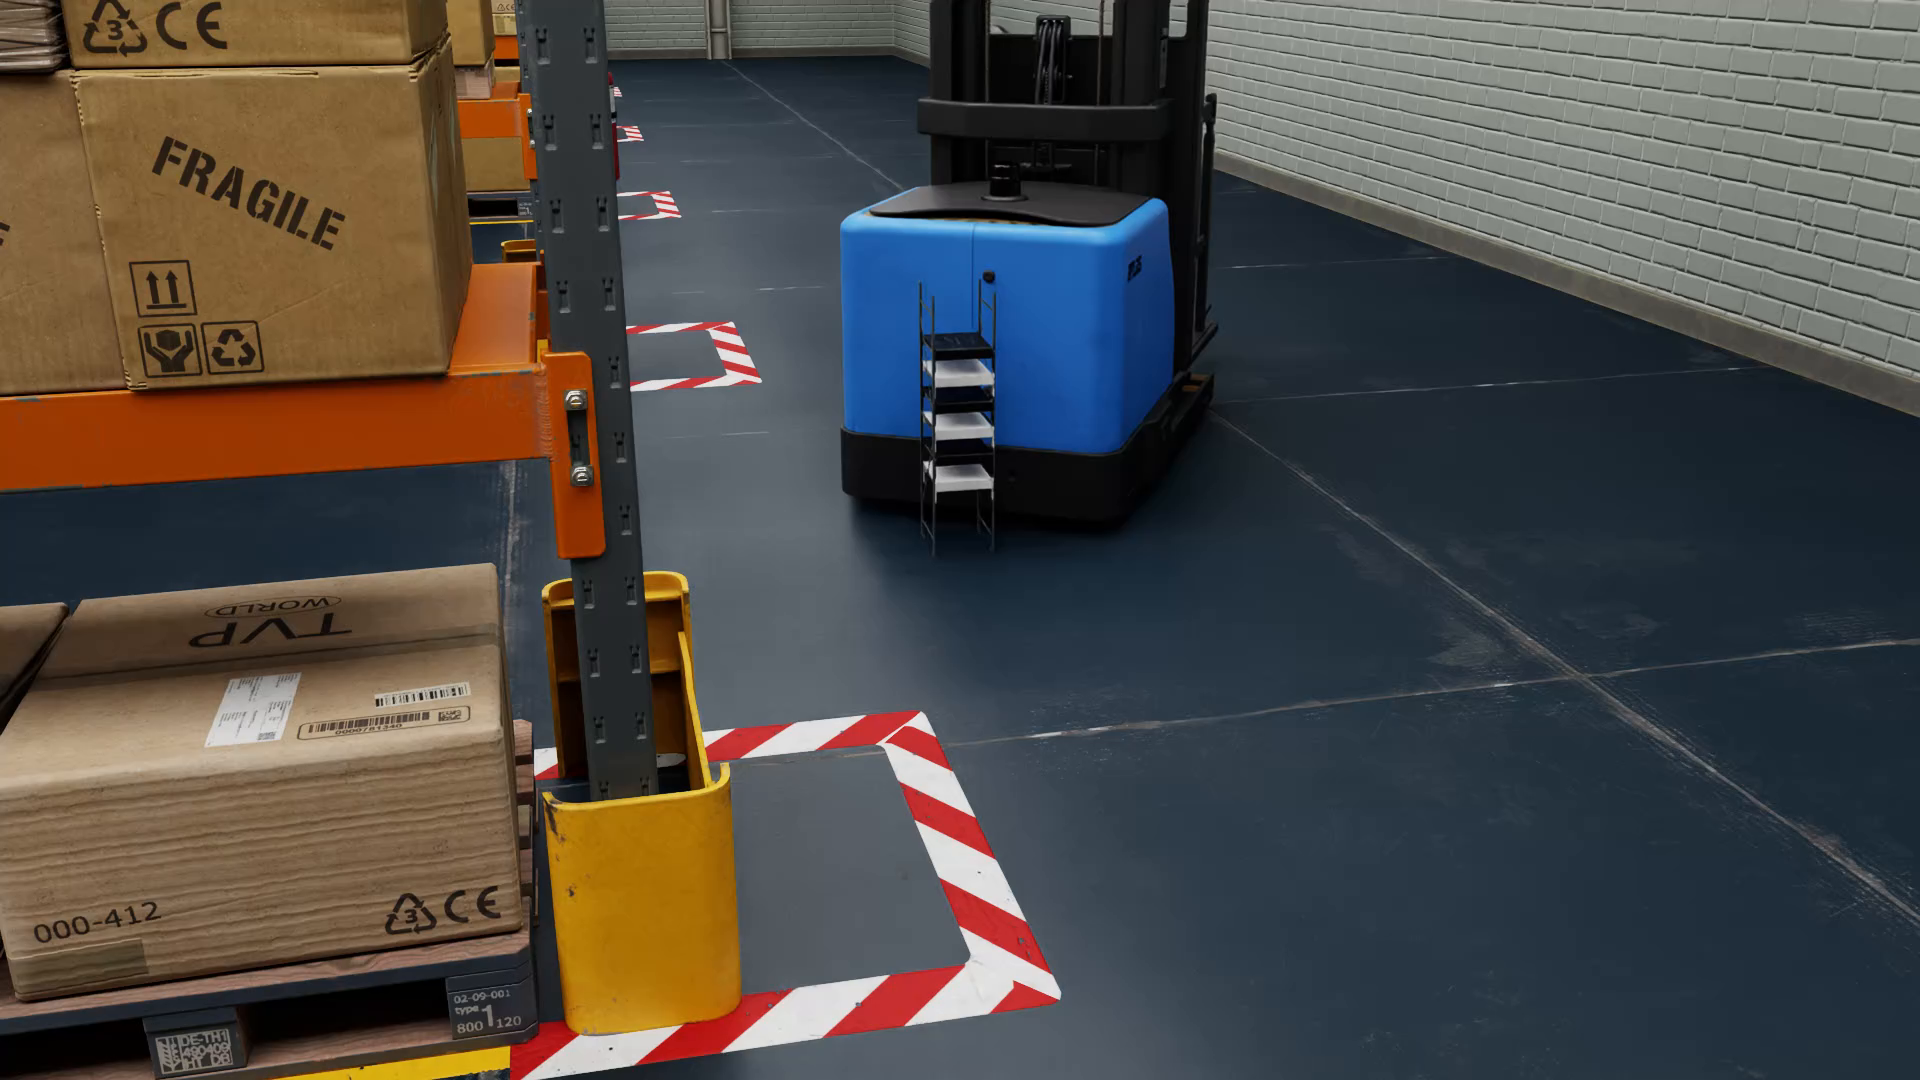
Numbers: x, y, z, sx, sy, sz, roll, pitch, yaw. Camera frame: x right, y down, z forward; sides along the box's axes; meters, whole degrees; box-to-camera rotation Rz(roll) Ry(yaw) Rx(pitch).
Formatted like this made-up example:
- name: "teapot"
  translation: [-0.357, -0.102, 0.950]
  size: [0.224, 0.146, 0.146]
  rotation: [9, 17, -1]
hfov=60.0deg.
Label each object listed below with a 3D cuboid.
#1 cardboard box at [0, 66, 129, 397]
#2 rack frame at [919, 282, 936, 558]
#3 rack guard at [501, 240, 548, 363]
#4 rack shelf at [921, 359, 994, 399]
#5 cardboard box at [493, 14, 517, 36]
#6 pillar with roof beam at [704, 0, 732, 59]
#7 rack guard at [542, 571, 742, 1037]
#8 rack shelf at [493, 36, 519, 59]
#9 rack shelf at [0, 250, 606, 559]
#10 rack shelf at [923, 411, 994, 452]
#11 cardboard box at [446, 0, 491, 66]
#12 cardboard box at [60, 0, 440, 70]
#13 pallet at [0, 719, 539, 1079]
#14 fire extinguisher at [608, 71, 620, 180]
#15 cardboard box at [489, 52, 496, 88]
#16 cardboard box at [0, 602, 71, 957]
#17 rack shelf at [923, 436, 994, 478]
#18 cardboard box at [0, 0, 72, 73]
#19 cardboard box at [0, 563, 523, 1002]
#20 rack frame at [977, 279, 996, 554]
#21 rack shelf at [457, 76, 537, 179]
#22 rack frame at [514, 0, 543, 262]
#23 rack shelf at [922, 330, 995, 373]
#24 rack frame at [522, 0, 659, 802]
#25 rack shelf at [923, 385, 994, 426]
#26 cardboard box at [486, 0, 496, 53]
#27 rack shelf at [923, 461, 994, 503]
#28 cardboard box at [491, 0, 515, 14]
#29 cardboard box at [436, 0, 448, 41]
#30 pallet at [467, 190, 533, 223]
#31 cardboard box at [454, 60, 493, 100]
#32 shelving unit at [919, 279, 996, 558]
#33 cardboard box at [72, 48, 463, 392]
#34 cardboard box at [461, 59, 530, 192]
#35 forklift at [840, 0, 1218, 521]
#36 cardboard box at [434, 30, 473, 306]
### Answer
- name: "cardboard box"
  translation: [-1.648, -0.540, 2.783]
  size: [0.500, 0.500, 0.500]
  rotation: [-5, 21, -14]
- name: "rack frame"
  translation: [-0.110, -0.400, 5.600]
  size: [0.006, 0.900, 0.240]
  rotation: [-4, 21, -11]
- name: "rack guard"
  translation: [-2.059, -1.124, 8.156]
  size: [0.348, 0.500, 1.175]
  rotation: [-5, 21, -12]
- name: "rack shelf"
  translation: [-0.010, -0.545, 5.569]
  size: [0.200, 0.077, 0.258]
  rotation: [-4, 21, -11]
- name: "cardboard box"
  translation: [-3.298, -3.716, 11.962]
  size: [0.250, 0.149, 0.380]
  rotation: [-4, 21, -11]
- name: "pillar with roof beam"
  translation: [-3.028, -10.825, 22.283]
  size: [0.400, 9.000, 9.100]
  rotation: [-5, 21, -12]
- name: "rack guard"
  translation: [-0.724, 0.517, 3.676]
  size: [0.348, 0.500, 1.175]
  rotation: [-5, 21, -12]
- name: "rack shelf"
  translation: [-4.974, -3.476, 11.988]
  size: [4.000, 0.370, 1.077]
  rotation: [-5, 21, -12]
- name: "rack shelf"
  translation: [-2.694, -0.159, 2.932]
  size: [4.000, 0.370, 1.077]
  rotation: [-5, 21, -12]
- name: "rack shelf"
  translation: [-0.010, -0.376, 5.631]
  size: [0.200, 0.077, 0.258]
  rotation: [-4, 21, -11]
- name: "cardboard box"
  translation: [-2.363, -2.369, 7.342]
  size: [0.500, 0.500, 0.500]
  rotation: [-4, 21, -11]
- name: "cardboard box"
  translation: [-1.162, -1.053, 2.730]
  size: [0.500, 0.500, 0.500]
  rotation: [-4, 20, -11]
- name: "pallet"
  translation: [-1.507, 0.744, 3.476]
  size: [1.213, 0.211, 1.003]
  rotation: [-5, 21, -12]
- name: "fire extinguisher"
  translation: [-1.633, -1.958, 7.452]
  size: [0.183, 0.674, 0.296]
  rotation: [-5, 21, -12]
- name: "cardboard box"
  translation: [-2.375, -2.270, 8.015]
  size: [0.250, 0.149, 0.380]
  rotation: [-5, 21, -13]
- name: "cardboard box"
  translation: [-2.255, 0.512, 3.170]
  size: [0.875, 0.438, 0.875]
  rotation: [-4, 21, -11]
- name: "rack shelf"
  translation: [-0.010, -0.292, 5.662]
  size: [0.200, 0.077, 0.258]
  rotation: [-4, 21, -11]
- name: "cardboard box"
  translation: [-1.664, -1.002, 2.590]
  size: [0.500, 0.500, 0.500]
  rotation: [-5, 21, -12]
- name: "cardboard box"
  translation: [-1.367, 0.437, 3.375]
  size: [0.875, 0.438, 0.875]
  rotation: [-5, 21, -14]
- name: "rack frame"
  translation: [0.089, -0.415, 5.639]
  size: [0.006, 0.900, 0.240]
  rotation: [-4, 21, -11]
- name: "rack shelf"
  translation: [-3.931, -1.808, 7.434]
  size: [4.000, 0.370, 1.077]
  rotation: [-5, 21, -12]
- name: "rack frame"
  translation: [-1.985, -2.304, 7.742]
  size: [0.127, 3.000, 1.000]
  rotation: [-5, 21, -12]
- name: "rack shelf"
  translation: [-0.010, -0.630, 5.538]
  size: [0.200, 0.077, 0.258]
  rotation: [-4, 21, -11]
- name: "rack frame"
  translation: [-0.747, -0.655, 3.241]
  size: [0.127, 3.000, 1.000]
  rotation: [-5, 21, -12]
- name: "rack shelf"
  translation: [-0.010, -0.461, 5.600]
  size: [0.200, 0.077, 0.258]
  rotation: [-4, 21, -11]
- name: "cardboard box"
  translation: [-2.485, -2.547, 7.829]
  size: [0.500, 0.500, 0.500]
  rotation: [-4, 20, -10]
- name: "rack shelf"
  translation: [-0.010, -0.207, 5.693]
  size: [0.200, 0.077, 0.258]
  rotation: [-4, 21, -11]
- name: "cardboard box"
  translation: [-3.438, -3.914, 11.924]
  size: [0.500, 0.250, 0.500]
  rotation: [-5, 21, -13]
- name: "cardboard box"
  translation: [-1.280, -1.228, 3.208]
  size: [0.500, 0.500, 0.500]
  rotation: [-5, 21, -14]
- name: "pallet"
  translation: [-3.788, -2.573, 12.532]
  size: [1.213, 0.211, 1.003]
  rotation: [-5, 21, -12]
- name: "cardboard box"
  translation: [-2.237, -2.065, 7.457]
  size: [0.250, 0.149, 0.380]
  rotation: [-5, 21, -12]
- name: "shelving unit"
  translation: [-0.010, -0.408, 5.619]
  size: [0.210, 0.900, 0.258]
  rotation: [-4, 21, -11]
- name: "cardboard box"
  translation: [-1.156, -0.575, 2.878]
  size: [0.500, 0.500, 0.500]
  rotation: [-5, 21, -12]
- name: "cardboard box"
  translation: [-3.632, -3.094, 12.378]
  size: [0.875, 0.875, 0.875]
  rotation: [-5, 21, -12]
- name: "forklift"
  translation: [0.496, -1.916, 6.785]
  size: [1.130, 2.935, 3.031]
  rotation: [6, 21, 16]
- name: "cardboard box"
  translation: [-1.280, -0.760, 3.382]
  size: [0.500, 0.500, 0.500]
  rotation: [-5, 21, -13]
